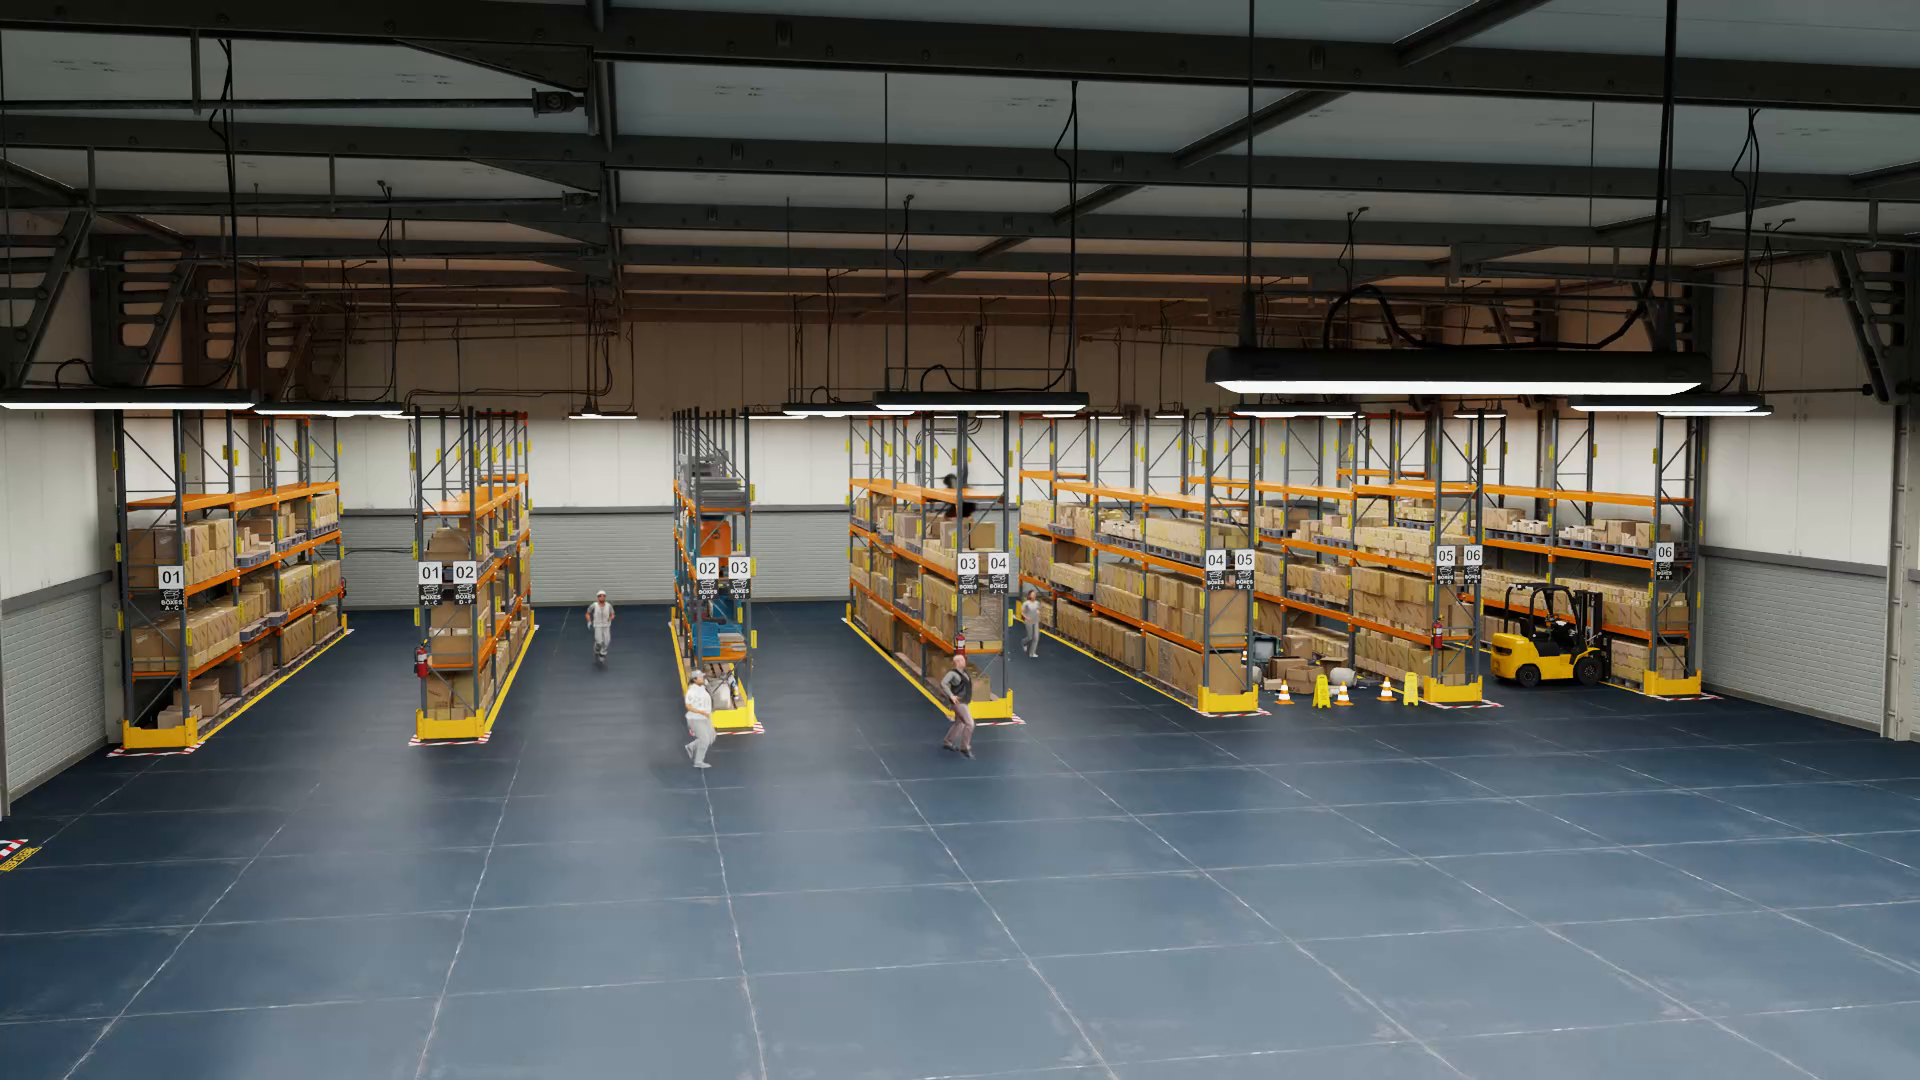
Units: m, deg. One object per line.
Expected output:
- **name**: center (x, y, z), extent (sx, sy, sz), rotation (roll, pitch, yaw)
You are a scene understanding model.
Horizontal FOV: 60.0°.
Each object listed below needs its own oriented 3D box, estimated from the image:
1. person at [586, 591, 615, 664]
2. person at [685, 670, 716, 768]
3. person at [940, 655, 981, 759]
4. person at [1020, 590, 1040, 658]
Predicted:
- **person**: center (-8.423, 2.066, 39.124), extent (0.652, 1.739, 0.581), rotation (-2, 4, -25)
- **person**: center (-4.333, 2.956, 27.536), extent (0.575, 1.617, 0.604), rotation (1, 4, 17)
- **person**: center (0.008, 2.847, 28.426), extent (0.724, 1.781, 0.639), rotation (1, 4, 18)
- **person**: center (1.731, 2.035, 40.503), extent (0.556, 1.614, 0.733), rotation (-2, 4, -24)
